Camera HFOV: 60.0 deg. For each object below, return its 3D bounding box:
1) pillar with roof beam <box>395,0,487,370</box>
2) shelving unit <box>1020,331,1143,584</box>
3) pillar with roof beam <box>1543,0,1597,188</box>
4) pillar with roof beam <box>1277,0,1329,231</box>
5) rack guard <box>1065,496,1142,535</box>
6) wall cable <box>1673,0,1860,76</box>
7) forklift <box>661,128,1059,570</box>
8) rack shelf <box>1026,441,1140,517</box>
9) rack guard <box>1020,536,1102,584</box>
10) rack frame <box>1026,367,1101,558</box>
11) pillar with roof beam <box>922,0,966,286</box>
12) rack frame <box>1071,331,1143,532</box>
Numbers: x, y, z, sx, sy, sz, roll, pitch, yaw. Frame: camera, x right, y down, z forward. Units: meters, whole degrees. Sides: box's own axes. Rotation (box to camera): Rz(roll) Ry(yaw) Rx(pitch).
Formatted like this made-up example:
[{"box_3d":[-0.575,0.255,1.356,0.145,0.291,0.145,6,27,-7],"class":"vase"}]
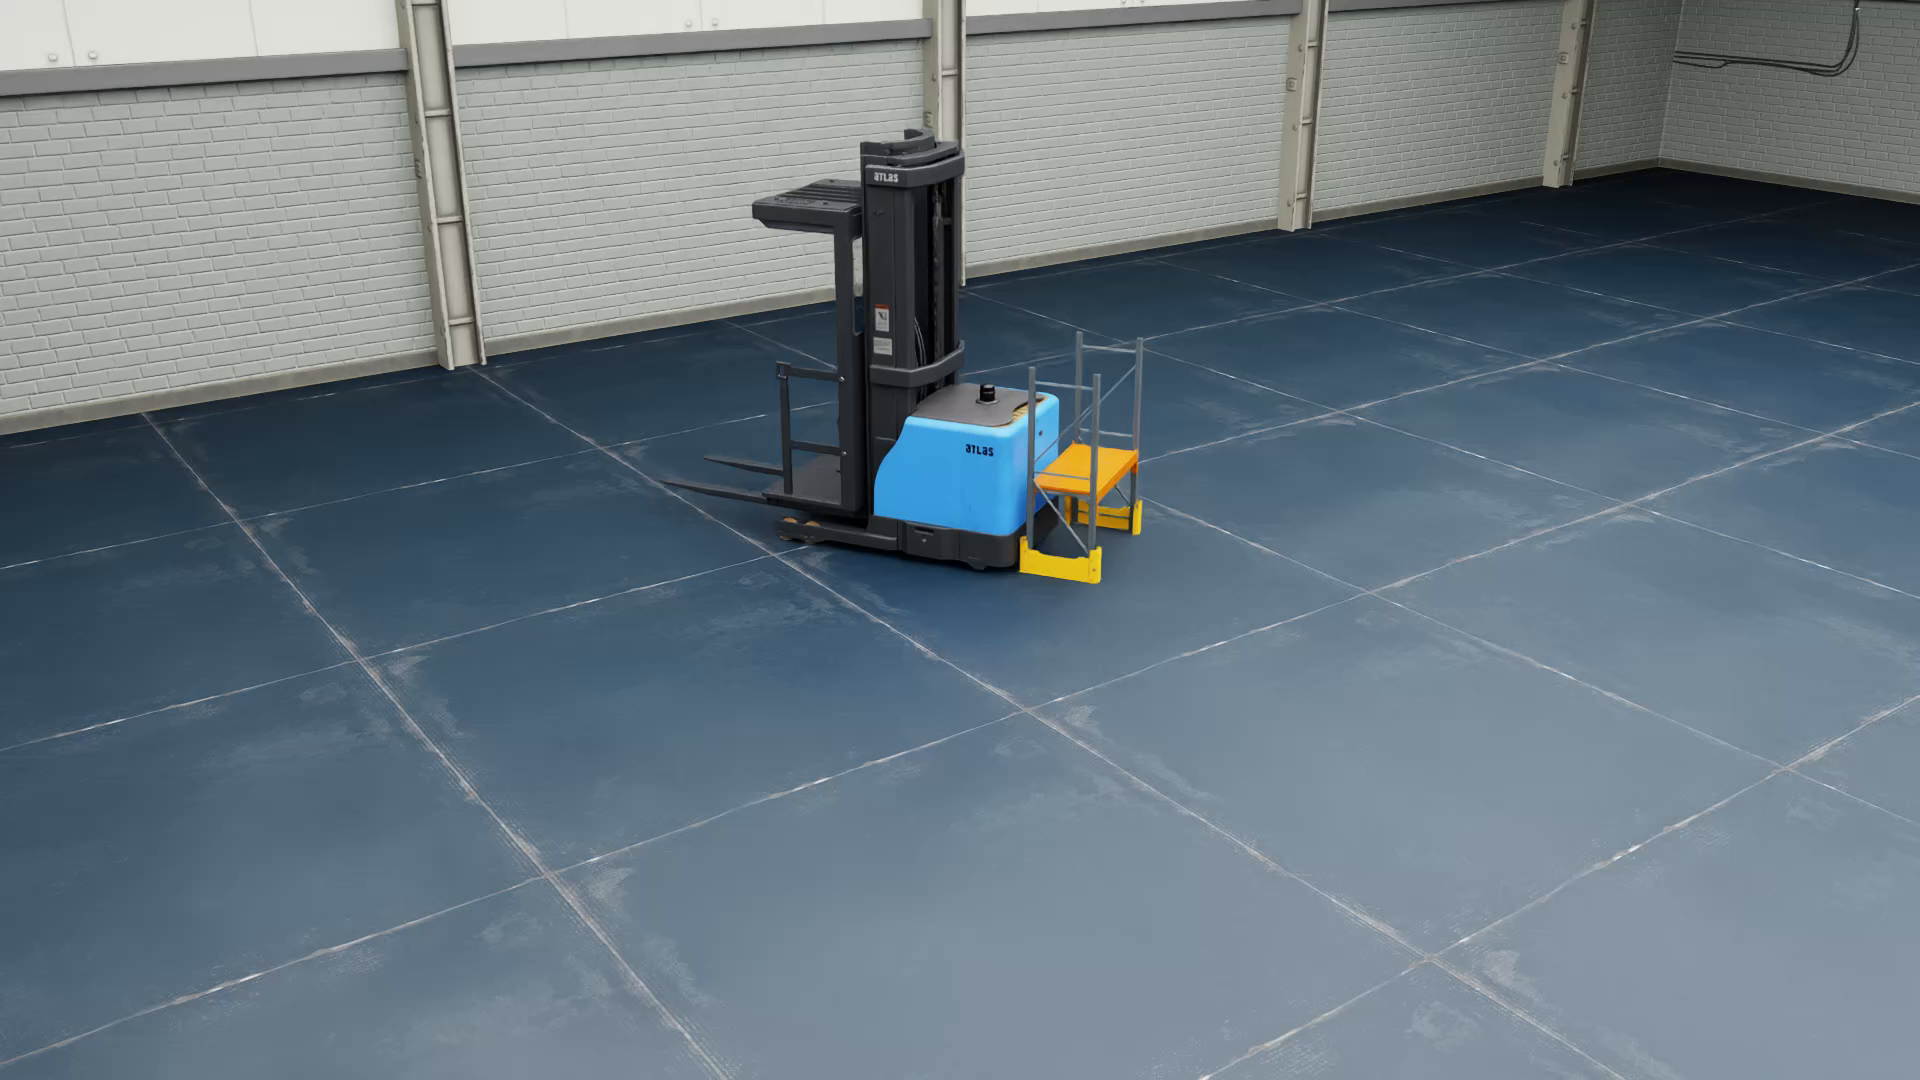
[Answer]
[{"box_3d":[-2.536,-4.675,11.969,0.400,9.000,9.100,-15,26,-33],"class":"pillar with roof beam"},{"box_3d":[0.892,-0.613,11.909,0.587,1.500,1.083,9,23,20],"class":"shelving unit"},{"box_3d":[12.075,-8.571,21.733,0.400,9.000,9.100,-15,26,-33],"class":"pillar with roof beam"},{"box_3d":[7.205,-7.272,18.478,0.400,9.000,9.100,-15,26,-33],"class":"pillar with roof beam"},{"box_3d":[1.080,-0.204,12.569,0.587,0.250,0.087,9,23,20],"class":"rack guard"},{"box_3d":[12.725,-8.663,26.155,0.112,2.526,3.097,-15,26,-33],"class":"wall cable"},{"box_3d":[-0.820,-1.496,12.191,3.031,2.935,1.130,10,24,23],"class":"forklift"},{"box_3d":[0.896,-0.449,11.984,0.538,0.185,1.000,9,23,20],"class":"rack shelf"},{"box_3d":[0.705,0.138,11.712,0.587,0.250,0.087,9,23,20],"class":"rack guard"},{"box_3d":[0.705,-0.442,11.479,0.500,1.500,0.032,9,23,20],"class":"rack frame"},{"box_3d":[2.334,-5.973,15.224,0.400,9.000,9.100,-15,26,-33],"class":"pillar with roof beam"},{"box_3d":[1.087,-0.791,12.354,0.500,1.500,0.032,9,23,20],"class":"rack frame"}]
